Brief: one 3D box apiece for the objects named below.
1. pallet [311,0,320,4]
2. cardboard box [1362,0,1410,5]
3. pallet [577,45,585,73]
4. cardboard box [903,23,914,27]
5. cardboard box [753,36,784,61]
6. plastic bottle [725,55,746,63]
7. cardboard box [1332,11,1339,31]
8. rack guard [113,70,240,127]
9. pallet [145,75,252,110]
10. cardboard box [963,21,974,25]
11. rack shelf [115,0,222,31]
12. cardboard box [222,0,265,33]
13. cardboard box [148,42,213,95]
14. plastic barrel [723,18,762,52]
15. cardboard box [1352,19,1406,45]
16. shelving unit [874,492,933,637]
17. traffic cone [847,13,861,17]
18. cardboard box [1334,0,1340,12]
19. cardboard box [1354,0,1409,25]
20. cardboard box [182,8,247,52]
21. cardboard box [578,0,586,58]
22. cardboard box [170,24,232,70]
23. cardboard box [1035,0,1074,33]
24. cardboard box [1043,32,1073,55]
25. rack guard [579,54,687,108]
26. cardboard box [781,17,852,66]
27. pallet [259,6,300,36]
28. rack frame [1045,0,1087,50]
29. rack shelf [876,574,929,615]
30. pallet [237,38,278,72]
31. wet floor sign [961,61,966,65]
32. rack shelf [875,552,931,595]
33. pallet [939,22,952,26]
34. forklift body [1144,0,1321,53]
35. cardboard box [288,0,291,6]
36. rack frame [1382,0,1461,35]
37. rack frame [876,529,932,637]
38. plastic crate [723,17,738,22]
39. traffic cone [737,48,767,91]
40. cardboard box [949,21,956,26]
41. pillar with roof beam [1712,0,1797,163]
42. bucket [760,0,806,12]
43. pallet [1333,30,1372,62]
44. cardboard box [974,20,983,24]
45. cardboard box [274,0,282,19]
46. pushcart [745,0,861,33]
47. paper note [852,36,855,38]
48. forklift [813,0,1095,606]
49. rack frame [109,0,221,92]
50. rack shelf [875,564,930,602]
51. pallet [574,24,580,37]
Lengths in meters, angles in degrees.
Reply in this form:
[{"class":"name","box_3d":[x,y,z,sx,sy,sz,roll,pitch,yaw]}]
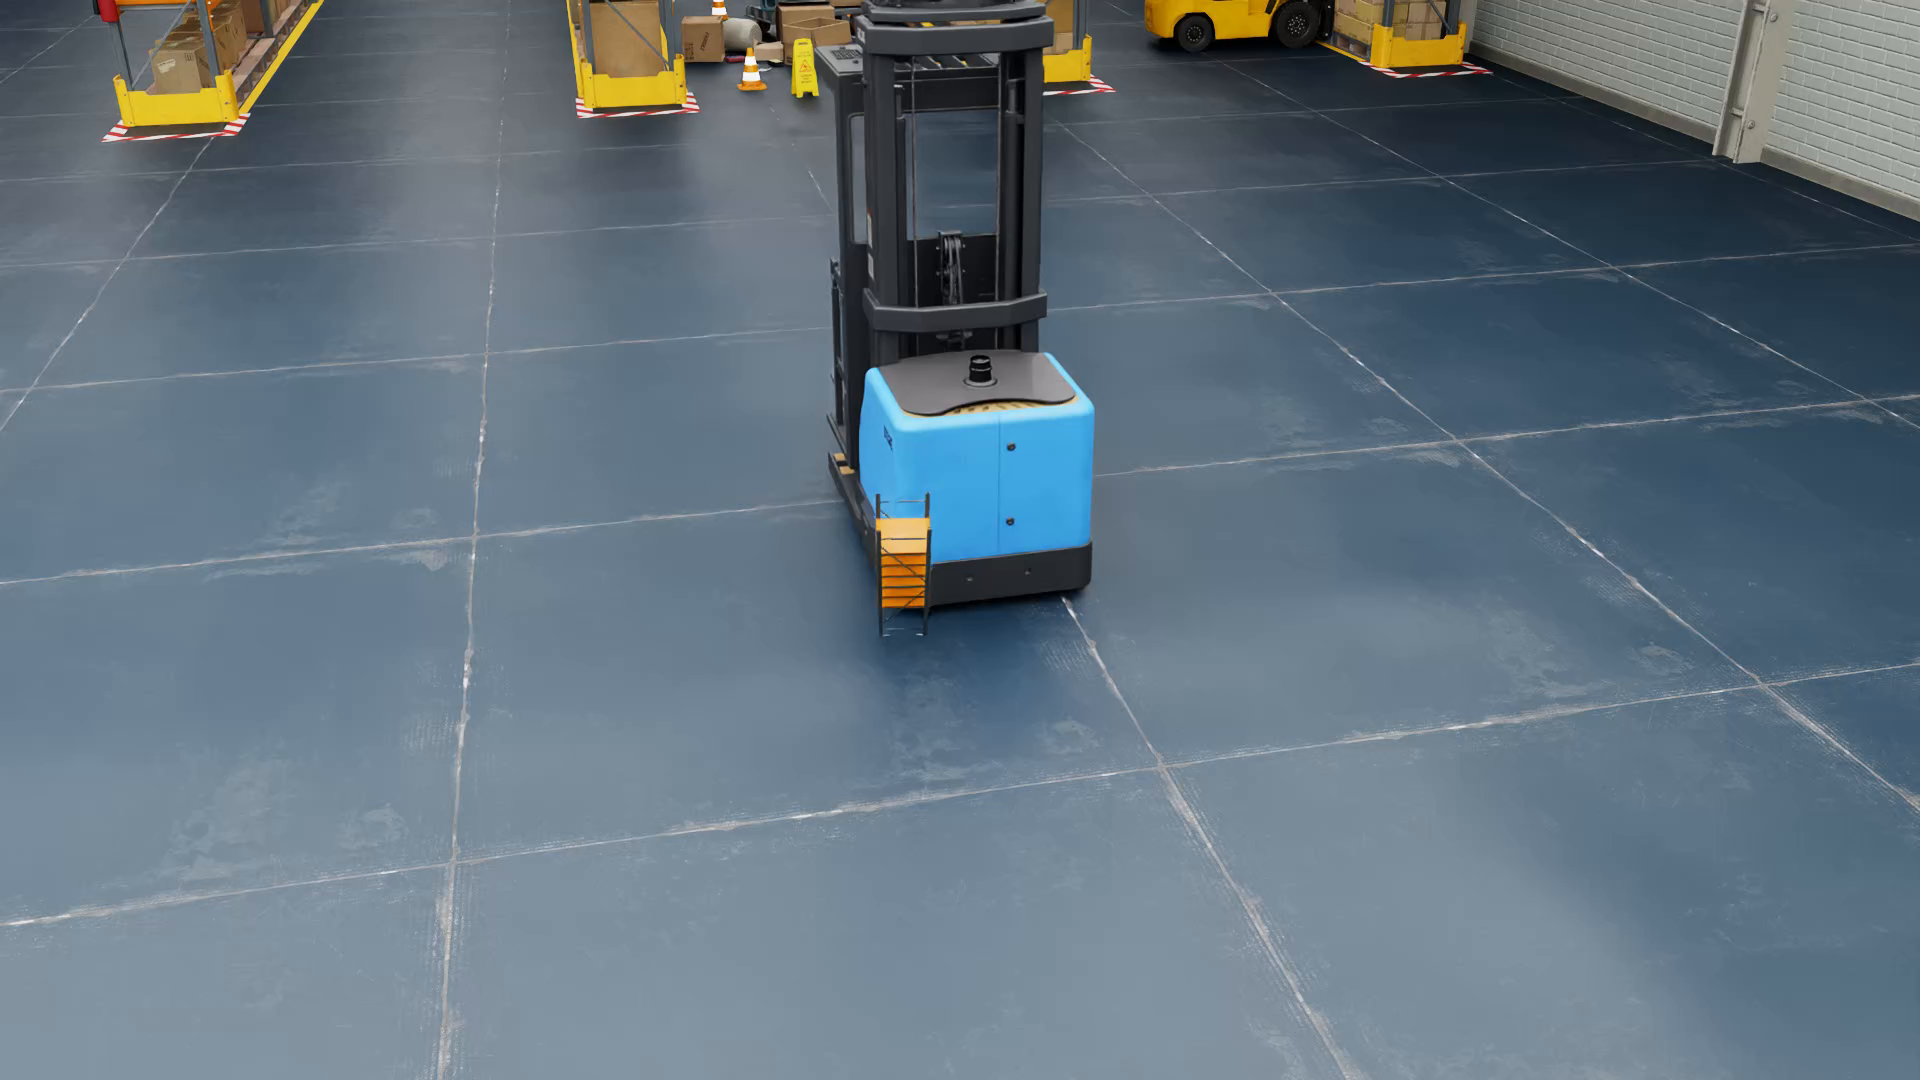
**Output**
[{"class":"pallet","box_3d":[-10.536,-8.589,26.032,1.003,0.211,1.213,-6,27,-12]},{"class":"cardboard box","box_3d":[5.454,-7.056,21.377,0.500,0.250,0.500,-5,27,-10]},{"class":"pallet","box_3d":[-4.301,-6.060,21.021,1.003,0.211,1.213,-6,27,-12]},{"class":"cardboard box","box_3d":[-0.959,-7.007,22.574,0.500,0.500,0.500,13,30,24]},{"class":"cardboard box","box_3d":[-2.493,-6.395,21.625,0.396,0.266,0.258,-1,27,-3]},{"class":"plastic bottle","box_3d":[-2.882,-6.225,21.516,0.283,0.061,0.133,-16,31,-29]},{"class":"cardboard box","box_3d":[5.241,-7.054,22.481,0.500,0.250,0.500,-6,27,-11]},{"class":"rack guard","box_3d":[-8.646,-4.885,18.374,1.175,0.500,0.348,-6,27,-12]},{"class":"pallet","box_3d":[-8.794,-5.116,19.152,1.003,0.211,1.213,-6,27,-12]},{"class":"cardboard box","box_3d":[0.350,-6.719,21.818,0.500,0.250,0.500,-7,28,-13]},{"class":"rack shelf","box_3d":[-9.079,-6.524,19.646,1.077,0.370,4.000,-6,27,-12]},{"class":"cardboard box","box_3d":[-9.647,-7.076,22.226,0.700,0.500,0.500,-8,28,-16]},{"class":"cardboard box","box_3d":[-8.753,-5.315,18.759,0.500,0.500,0.500,-1,27,-2]},{"class":"plastic barrel","box_3d":[-2.925,-6.691,22.036,0.512,0.421,0.421,13,30,24]},{"class":"cardboard box","box_3d":[5.448,-6.614,21.610,0.500,0.250,0.500,-6,27,-11]},{"class":"shelving unit","box_3d":[-0.267,0.135,7.797,0.258,1.200,0.189,-1,65,-3]},{"class":"traffic cone","box_3d":[-1.518,-8.000,24.586,0.336,0.463,0.334,-6,27,-12]},{"class":"cardboard box","box_3d":[5.208,-7.290,22.396,0.500,0.250,0.500,-7,28,-13]},{"class":"cardboard box","box_3d":[5.448,-6.845,21.513,0.500,0.250,0.500,-6,27,-12]},{"class":"cardboard box","box_3d":[-9.342,-6.365,20.839,0.500,0.500,0.500,2,27,5]},{"class":"cardboard box","box_3d":[-4.191,-6.343,20.380,0.875,0.875,0.875,-6,27,-12]},{"class":"cardboard box","box_3d":[-9.044,-5.851,19.821,0.500,0.500,0.500,-3,27,-7]},{"class":"cardboard box","box_3d":[1.108,-6.661,20.872,0.500,0.500,0.500,-7,28,-13]},{"class":"cardboard box","box_3d":[1.114,-6.316,21.020,0.500,0.250,0.500,-6,27,-12]},{"class":"rack guard","box_3d":[-3.768,-5.300,19.197,1.175,0.500,0.348,-6,27,-12]},{"class":"cardboard box","box_3d":[-1.836,-6.373,21.319,0.637,0.503,0.797,19,32,32]},{"class":"pallet","box_3d":[-9.985,-7.357,23.592,1.003,0.211,1.213,-6,27,-12]},{"class":"rack frame","box_3d":[1.027,-6.974,19.738,1.000,3.000,0.127,-6,27,-12]},{"class":"rack shelf","box_3d":[-0.277,0.258,8.053,0.258,0.103,0.180,-1,65,-3]},{"class":"pallet","box_3d":[-9.344,-6.188,21.275,1.003,0.211,1.213,-6,27,-12]},{"class":"wet floor sign","box_3d":[0.027,-5.731,19.888,0.267,0.644,0.232,3,27,6]},{"class":"rack shelf","box_3d":[-0.269,0.154,7.837,0.258,0.103,0.180,-1,65,-3]},{"class":"pallet","box_3d":[0.311,-7.194,23.268,1.003,0.211,1.213,-6,27,-12]},{"class":"forklift body","box_3d":[3.657,-7.748,22.213,2.313,2.155,1.214,-6,27,-12]},{"class":"cardboard box","box_3d":[-10.123,-8.026,24.108,0.700,0.500,0.500,-8,28,-16]},{"class":"rack frame","box_3d":[5.862,-7.480,20.740,1.000,3.000,0.127,-6,27,-12]},{"class":"rack frame","box_3d":[-0.263,0.218,7.757,0.240,1.200,0.006,-1,65,-3]},{"class":"plastic crate","box_3d":[-3.359,-7.010,22.866,0.450,0.188,0.662,-2,25,20]},{"class":"traffic cone","box_3d":[-2.509,-5.672,19.973,0.336,0.463,0.334,-6,27,-12]},{"class":"cardboard box","box_3d":[0.126,-7.170,22.712,0.500,0.250,0.500,-4,27,-9]},{"class":"pillar with roof beam","box_3d":[3.741,-7.484,14.090,9.100,9.000,0.400,-6,27,-12]},{"class":"bucket","box_3d":[-2.398,-7.575,22.874,0.726,0.611,0.620,3,17,6]},{"class":"pallet","box_3d":[5.649,-6.566,22.025,1.003,0.211,1.213,-6,27,-12]},{"class":"cardboard box","box_3d":[0.471,-6.823,21.192,0.500,0.500,0.500,-5,27,-10]},{"class":"cardboard box","box_3d":[-9.863,-7.533,23.131,0.700,0.500,0.500,-8,28,-16]},{"class":"pushcart","box_3d":[-2.085,-7.306,23.306,1.648,0.377,0.936,-16,31,-29]},{"class":"paper note","box_3d":[-1.418,-6.999,23.082,0.148,0.019,0.142,-6,27,-12]},{"class":"forklift","box_3d":[-0.165,-1.611,9.189,1.130,2.935,3.031,-6,27,-12]},{"class":"rack frame","box_3d":[-8.628,-5.968,17.744,1.000,3.000,0.127,-6,27,-12]},{"class":"rack shelf","box_3d":[-0.273,0.206,7.945,0.258,0.103,0.180,-1,65,-3]},{"class":"pallet","box_3d":[-4.922,-7.269,23.418,1.003,0.211,1.213,-6,27,-12]}]
